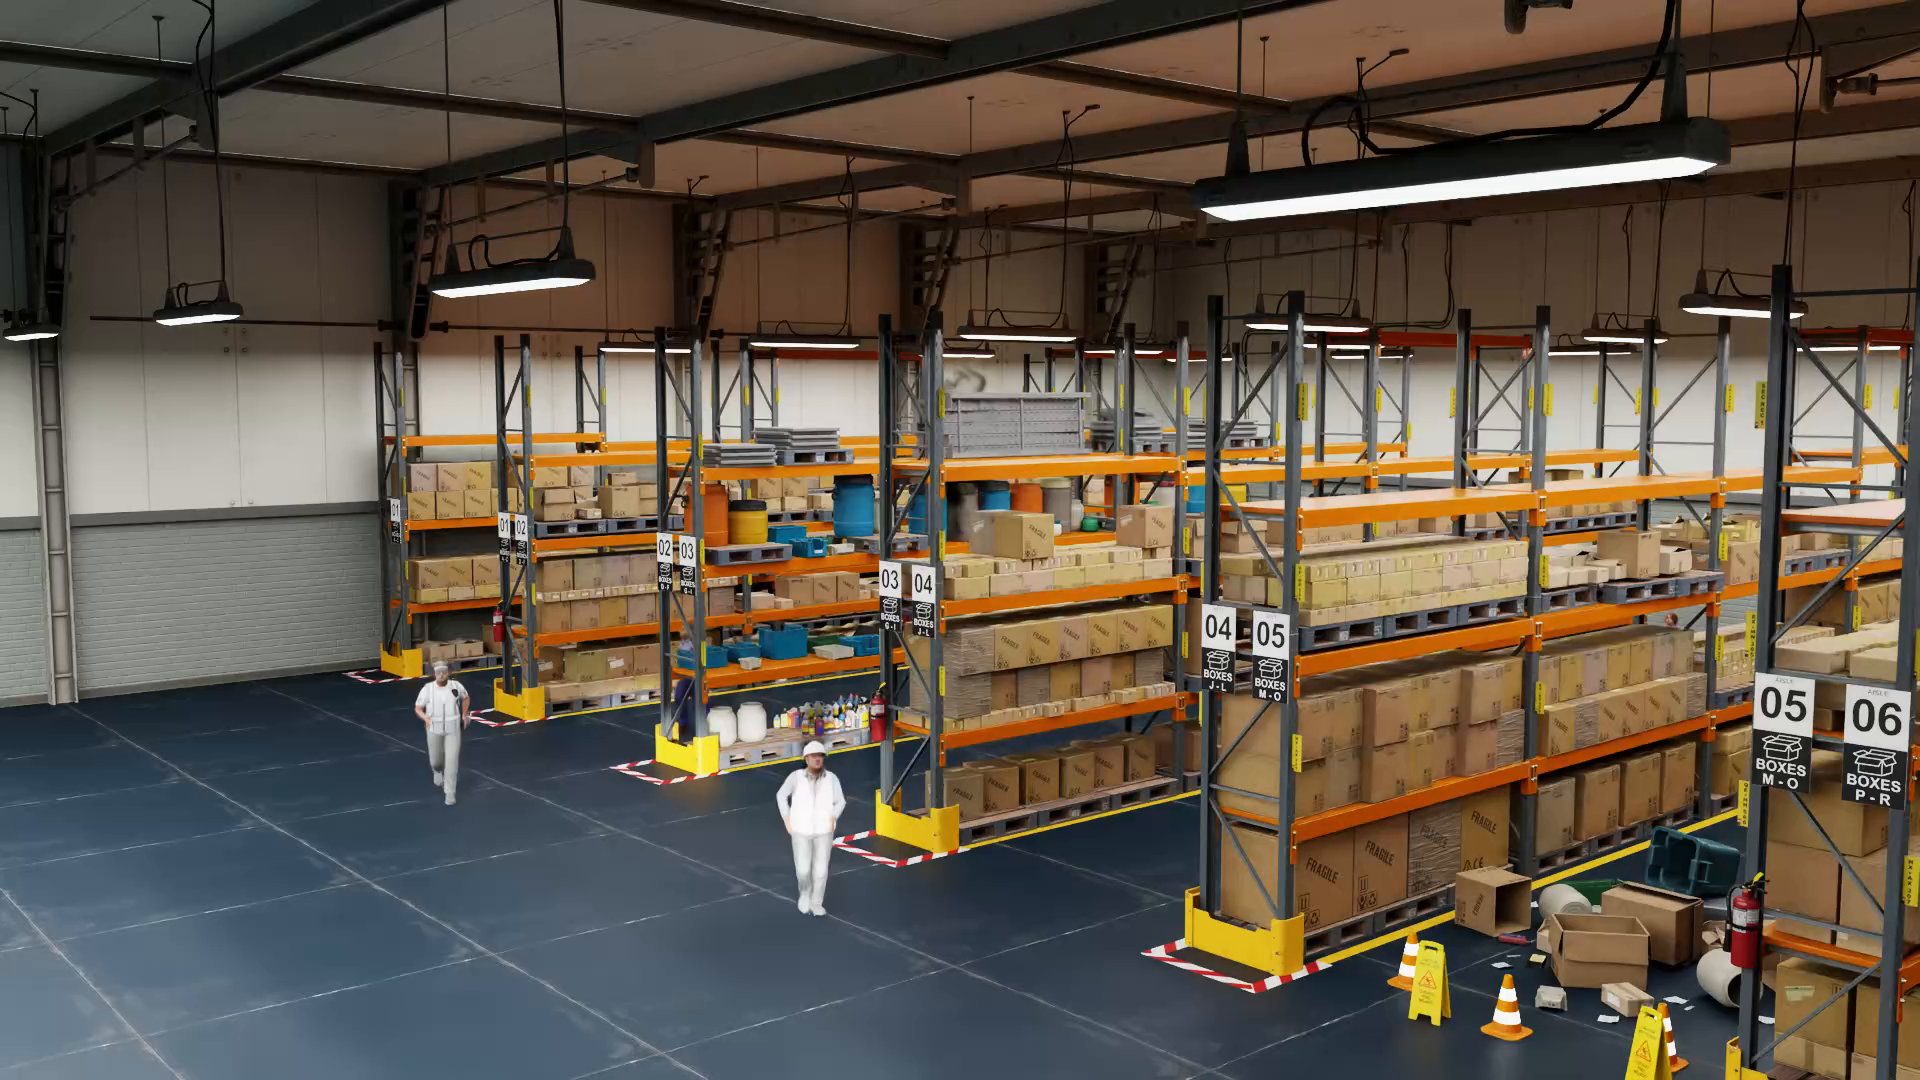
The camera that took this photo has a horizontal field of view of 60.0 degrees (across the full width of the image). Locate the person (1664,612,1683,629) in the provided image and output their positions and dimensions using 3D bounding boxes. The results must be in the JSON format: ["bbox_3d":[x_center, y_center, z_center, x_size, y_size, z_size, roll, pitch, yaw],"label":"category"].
[{"bbox_3d":[11.604,1.939,27.056,0.532,1.553,0.563,-4,7,-40],"label":"person"}]

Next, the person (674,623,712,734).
[{"bbox_3d":[-3.968,2.094,25.002,0.612,1.715,0.721,5,7,43],"label":"person"}]

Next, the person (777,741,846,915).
[{"bbox_3d":[-1.428,2.825,16.193,0.661,1.734,0.572,-1,5,-13],"label":"person"}]

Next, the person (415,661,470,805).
[{"bbox_3d":[-6.503,2.381,20.944,0.673,1.770,0.919,-2,5,-19],"label":"person"}]
